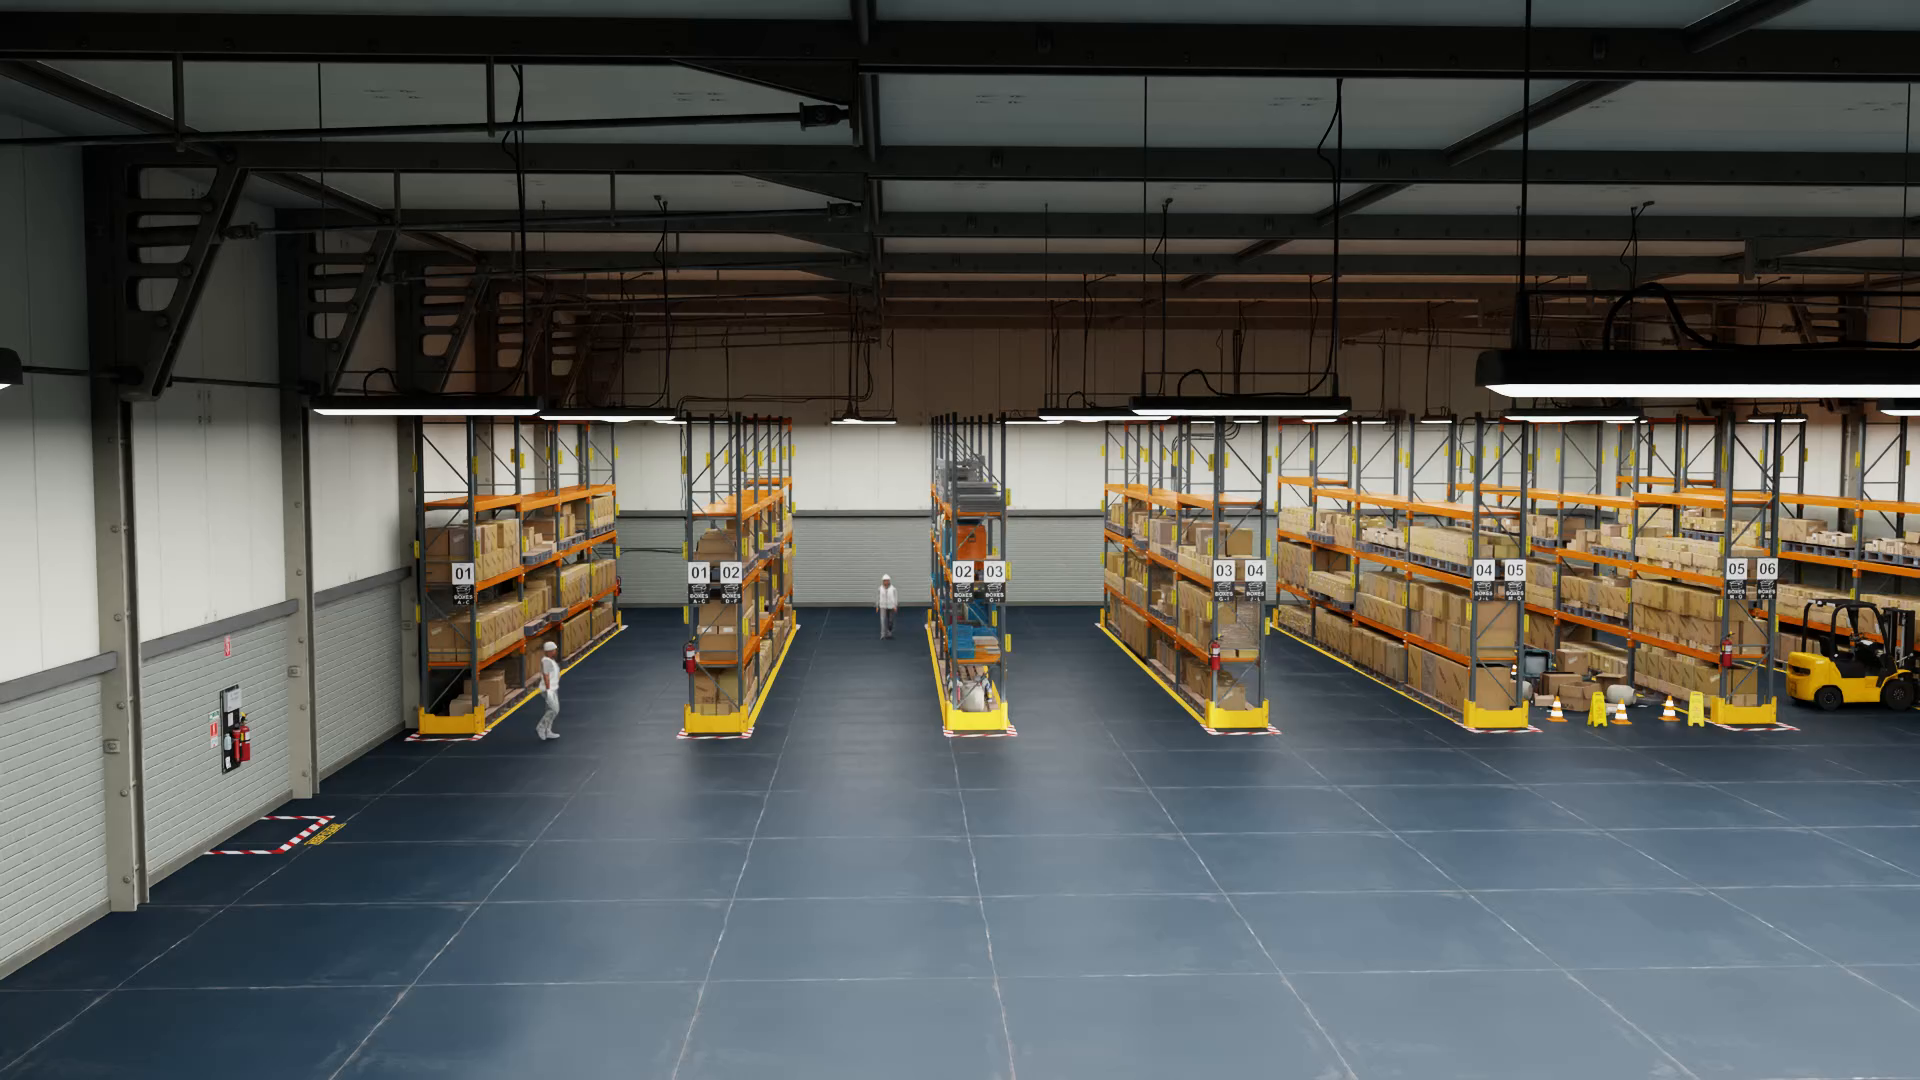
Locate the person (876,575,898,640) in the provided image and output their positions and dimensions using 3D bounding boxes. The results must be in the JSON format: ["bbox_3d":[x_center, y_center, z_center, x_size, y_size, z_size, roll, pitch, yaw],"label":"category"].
[{"bbox_3d":[-1.973,1.802,44.825,0.599,1.714,1.074,0,4,1],"label":"person"}]

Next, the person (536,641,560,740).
[{"bbox_3d":[-7.519,2.745,30.386,0.455,1.782,0.584,0,4,0],"label":"person"}]
